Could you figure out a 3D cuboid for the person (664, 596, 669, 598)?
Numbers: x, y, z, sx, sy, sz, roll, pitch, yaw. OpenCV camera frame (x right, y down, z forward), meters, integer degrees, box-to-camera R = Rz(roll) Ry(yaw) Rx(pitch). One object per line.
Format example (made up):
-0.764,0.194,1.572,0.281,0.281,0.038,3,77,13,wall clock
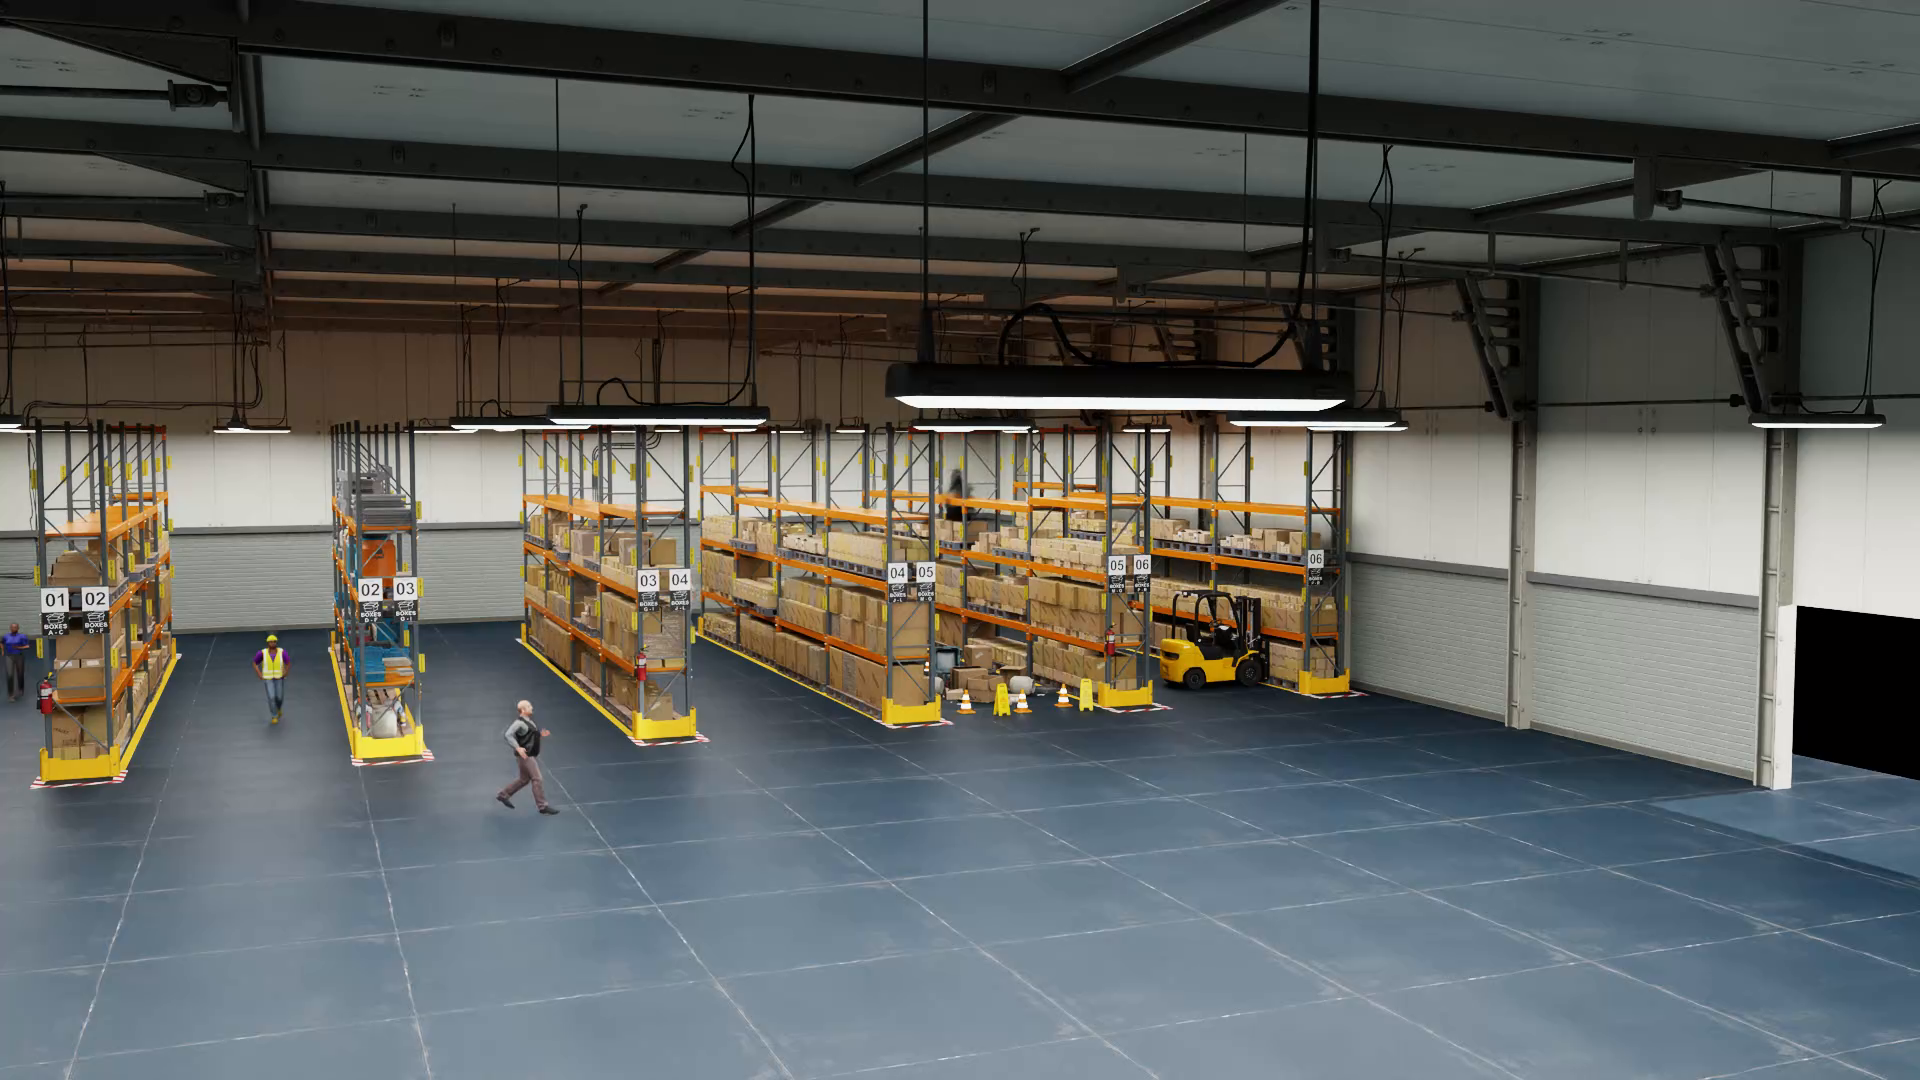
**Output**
-8.624,1.906,48.201,0.675,1.488,0.534,1,4,21,person

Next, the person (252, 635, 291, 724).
-13.776,2.772,33.314,0.708,1.746,0.714,-2,4,-28,person

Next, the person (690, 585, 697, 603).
-8.092,1.842,48.773,0.633,1.633,0.951,2,4,31,person

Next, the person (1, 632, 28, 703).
-20.507,2.734,36.103,0.518,1.490,0.818,-2,4,-27,person

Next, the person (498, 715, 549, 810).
-6.596,3.335,25.074,0.803,1.436,0.654,0,4,-2,person
